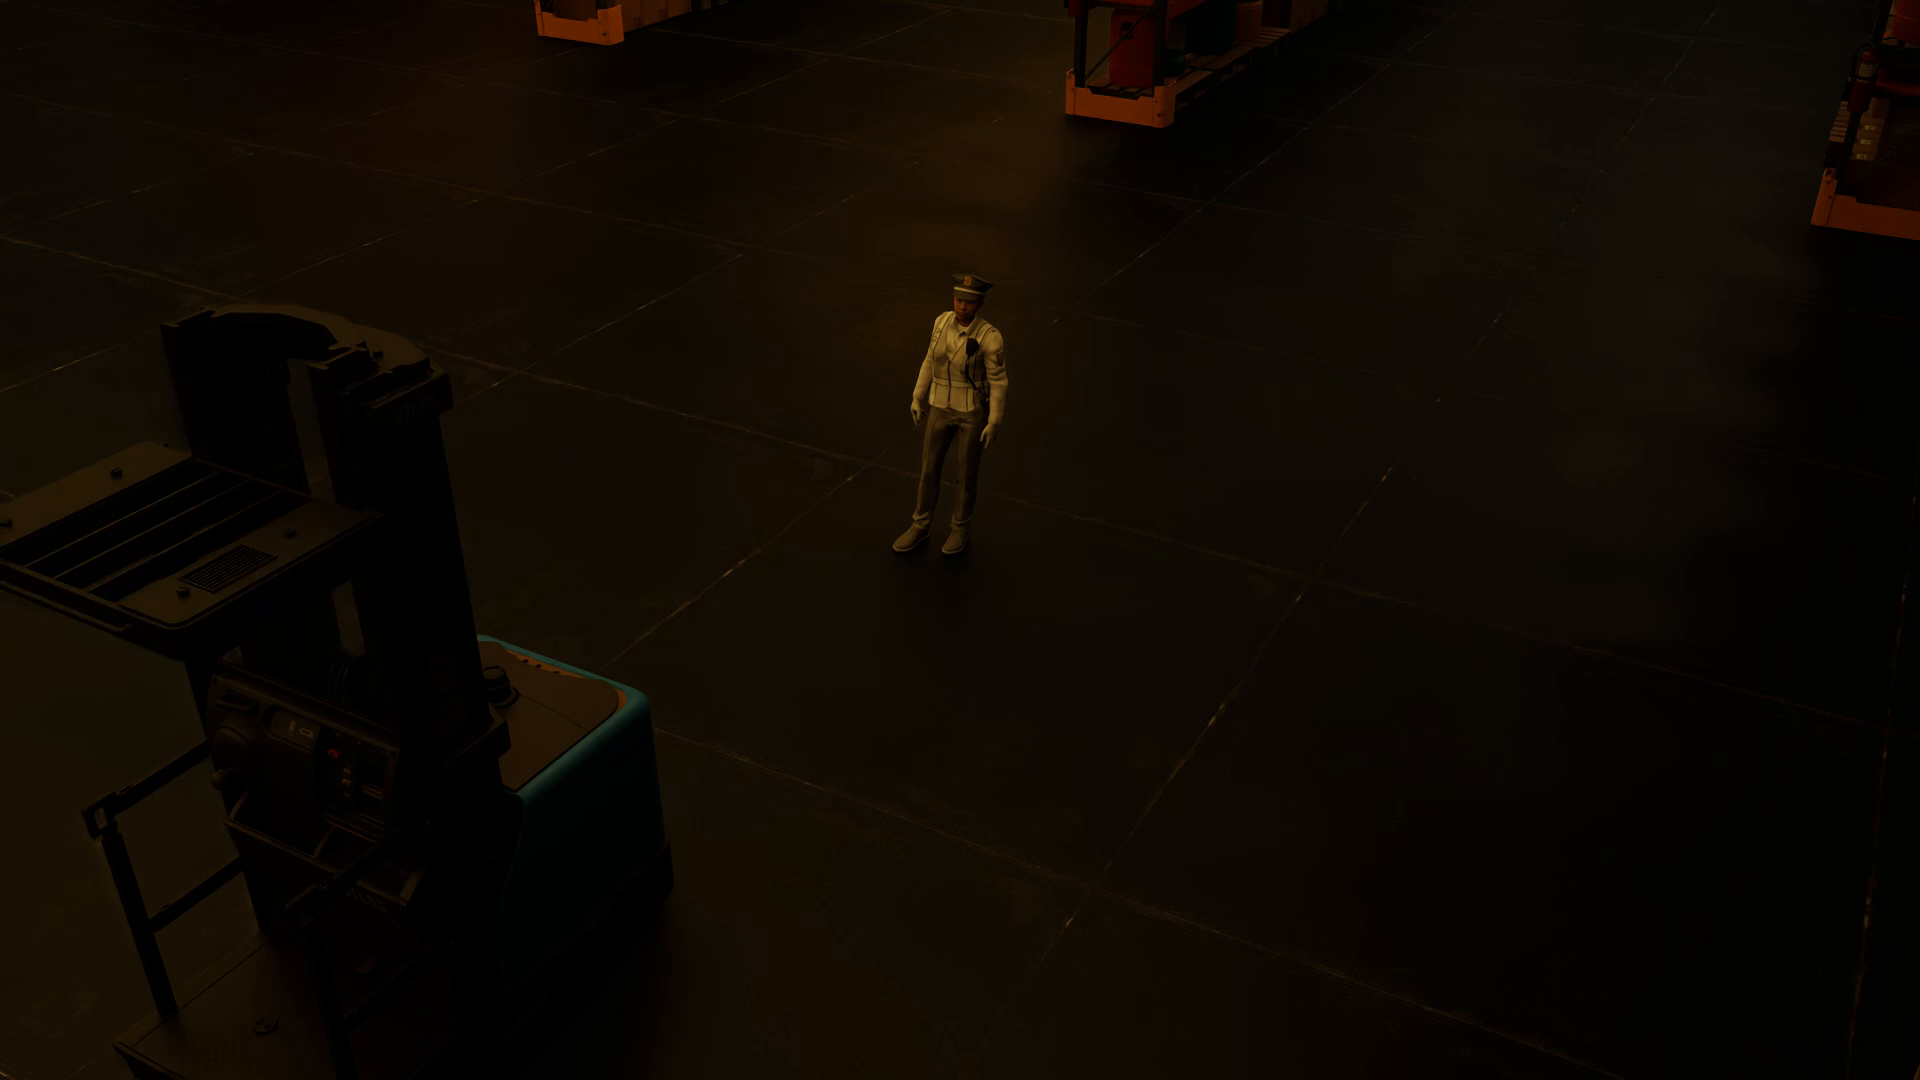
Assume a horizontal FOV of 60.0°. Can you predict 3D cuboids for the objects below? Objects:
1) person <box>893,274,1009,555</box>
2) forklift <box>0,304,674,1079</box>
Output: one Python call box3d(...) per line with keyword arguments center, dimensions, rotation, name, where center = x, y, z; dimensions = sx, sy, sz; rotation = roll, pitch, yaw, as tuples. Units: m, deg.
box3d(center=(-0.040, -0.712, 9.526), dimensions=(0.586, 1.694, 0.530), rotation=(15, 33, 25), name="person")
box3d(center=(-2.409, 0.808, 5.670), dimensions=(1.130, 2.935, 3.031), rotation=(16, 33, 25), name="forklift")
